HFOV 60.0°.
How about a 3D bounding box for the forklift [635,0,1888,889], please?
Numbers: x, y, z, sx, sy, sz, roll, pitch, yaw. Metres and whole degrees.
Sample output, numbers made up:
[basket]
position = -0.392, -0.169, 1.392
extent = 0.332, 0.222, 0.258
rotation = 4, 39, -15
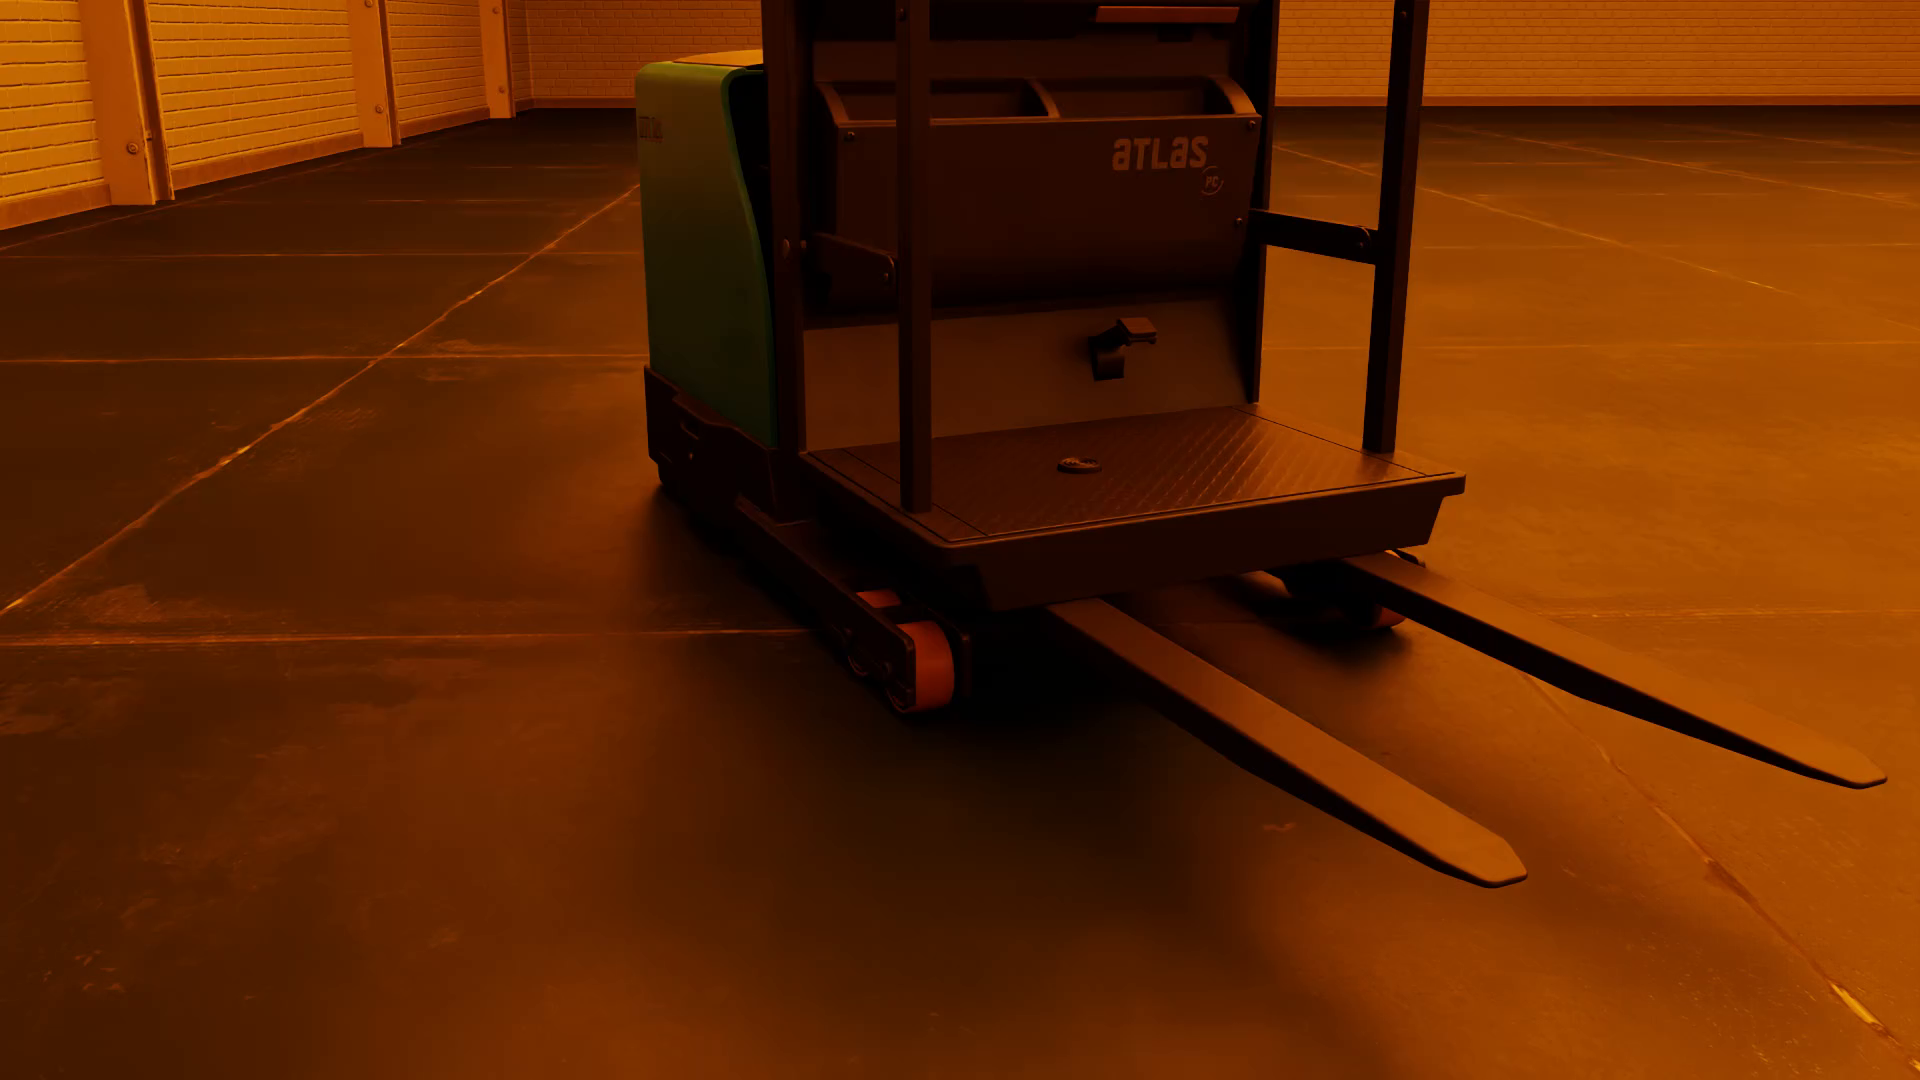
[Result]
[forklift]
position = 0.258, -1.240, 2.962
extent = 1.130, 2.935, 3.031
rotation = -8, 19, -24
